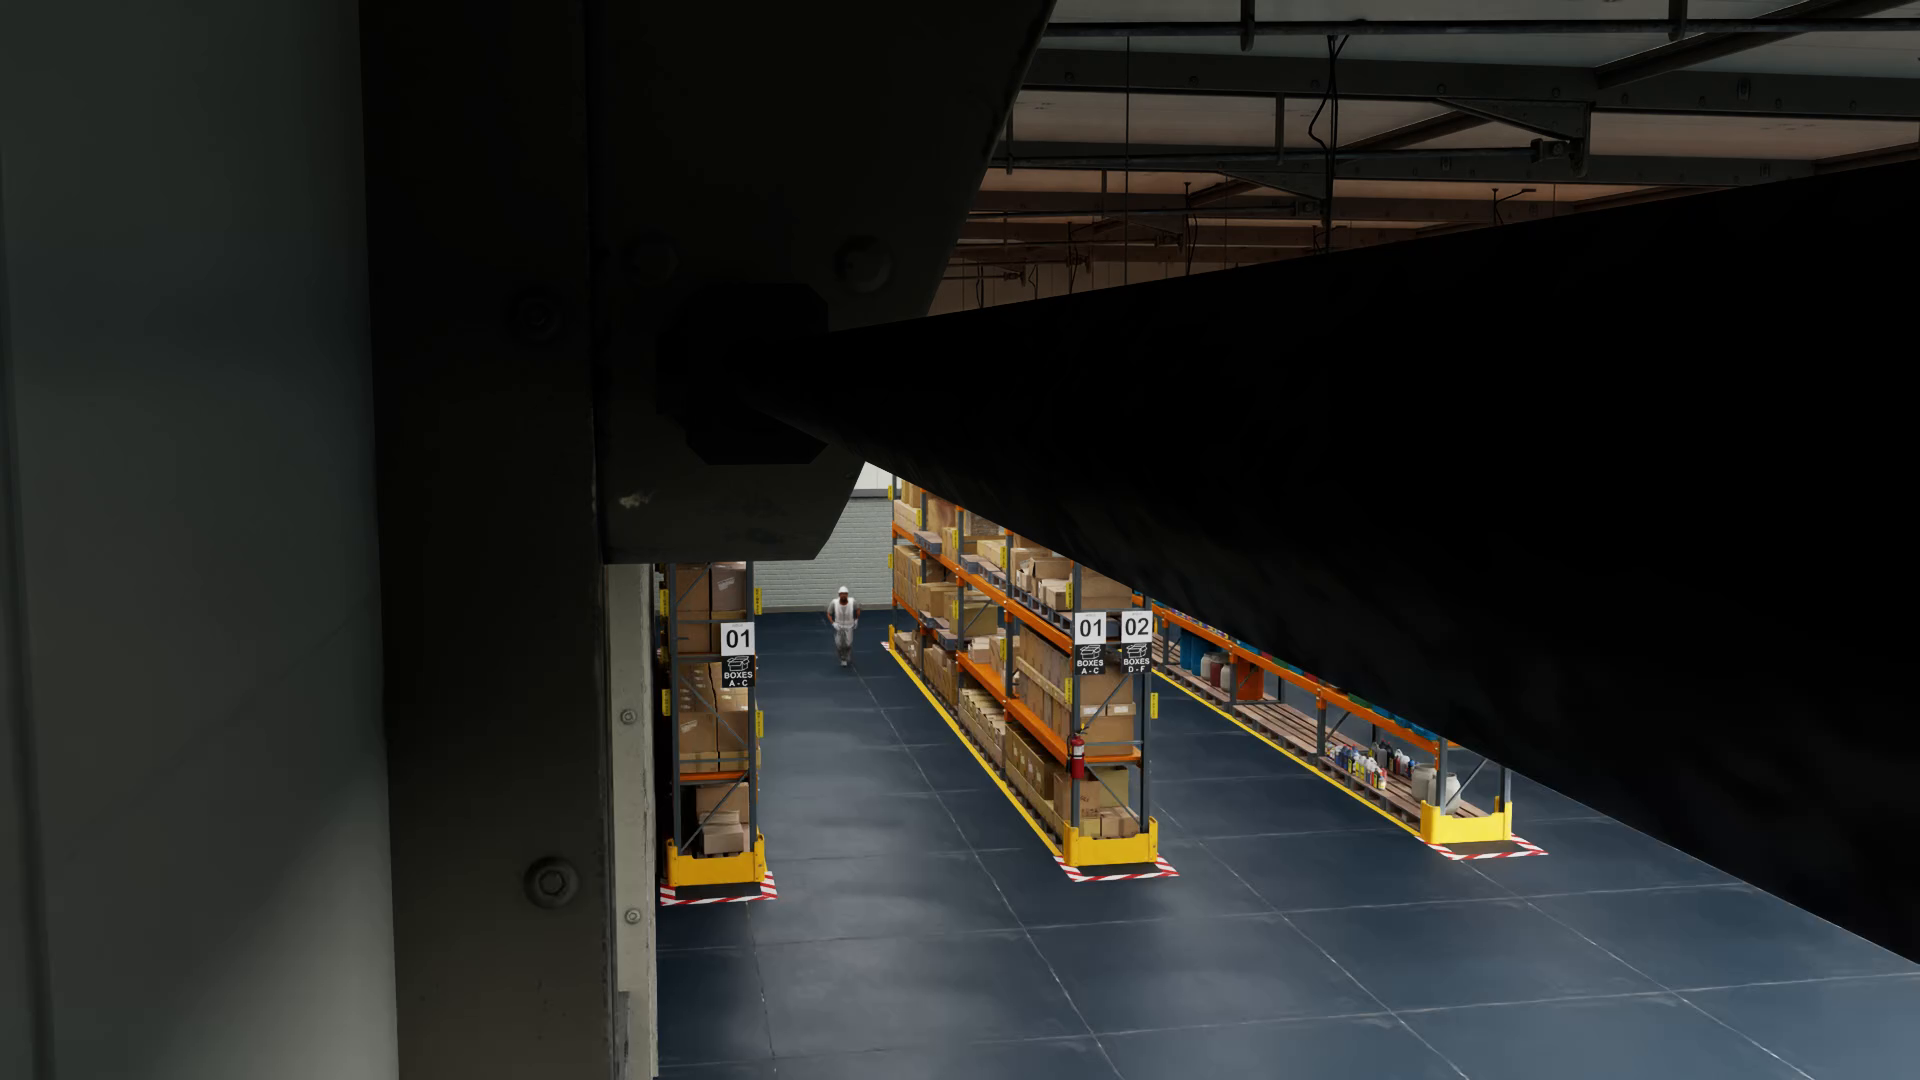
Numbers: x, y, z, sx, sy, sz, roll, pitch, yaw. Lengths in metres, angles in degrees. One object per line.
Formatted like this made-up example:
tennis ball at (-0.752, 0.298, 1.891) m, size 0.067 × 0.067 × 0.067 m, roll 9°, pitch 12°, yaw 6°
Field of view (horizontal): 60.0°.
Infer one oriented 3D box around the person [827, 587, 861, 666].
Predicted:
person at (-2.407, 1.786, 34.304) m, size 0.668 × 1.688 × 0.713 m, roll 0°, pitch 6°, yaw -1°
